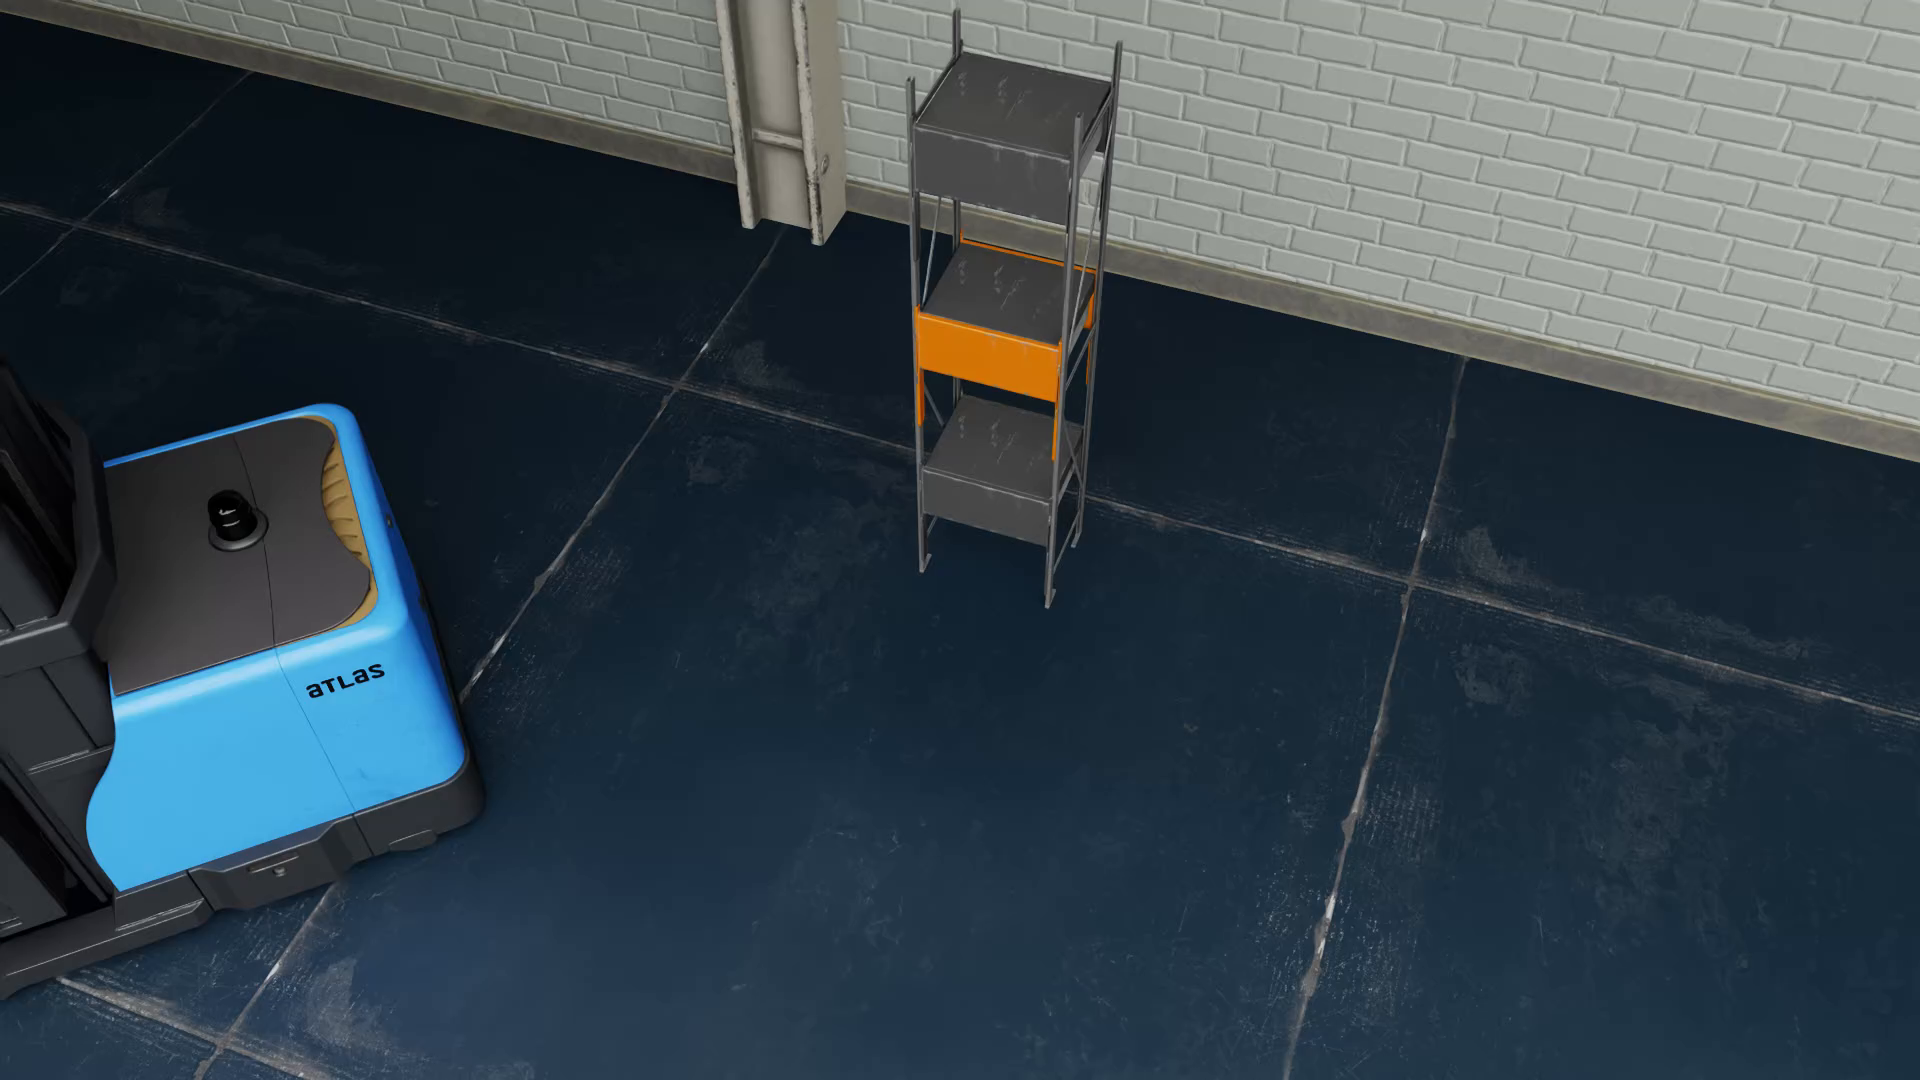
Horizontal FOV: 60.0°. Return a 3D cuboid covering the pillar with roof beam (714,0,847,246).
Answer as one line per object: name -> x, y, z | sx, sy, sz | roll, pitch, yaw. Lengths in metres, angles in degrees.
pillar with roof beam -> -2.235, -1.361, 1.475 | 0.400, 9.000, 9.100 | 16, 51, 13

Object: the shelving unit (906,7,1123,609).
shelving unit -> 0.155, -0.644, 5.419 | 0.503, 2.100, 0.431 | 16, 51, 13

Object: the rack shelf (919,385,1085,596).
rack shelf -> 0.155, -0.177, 5.958 | 0.480, 0.518, 0.431 | 16, 51, 13

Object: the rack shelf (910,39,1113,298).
rack shelf -> 0.155, -1.094, 4.900 | 0.480, 0.518, 0.431 | 16, 51, 13

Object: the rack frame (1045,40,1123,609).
rack frame -> 0.384, -0.580, 5.364 | 0.015, 2.100, 0.400 | 16, 51, 13

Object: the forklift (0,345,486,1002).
forklift -> -3.112, 0.069, 4.251 | 3.031, 2.935, 1.130 | -18, 51, -15

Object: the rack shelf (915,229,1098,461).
rack shelf -> 0.155, -0.635, 5.429 | 0.480, 0.518, 0.431 | 16, 51, 13

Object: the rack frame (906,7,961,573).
rack frame -> -0.074, -0.708, 5.474 | 0.015, 2.100, 0.400 | 16, 51, 13
